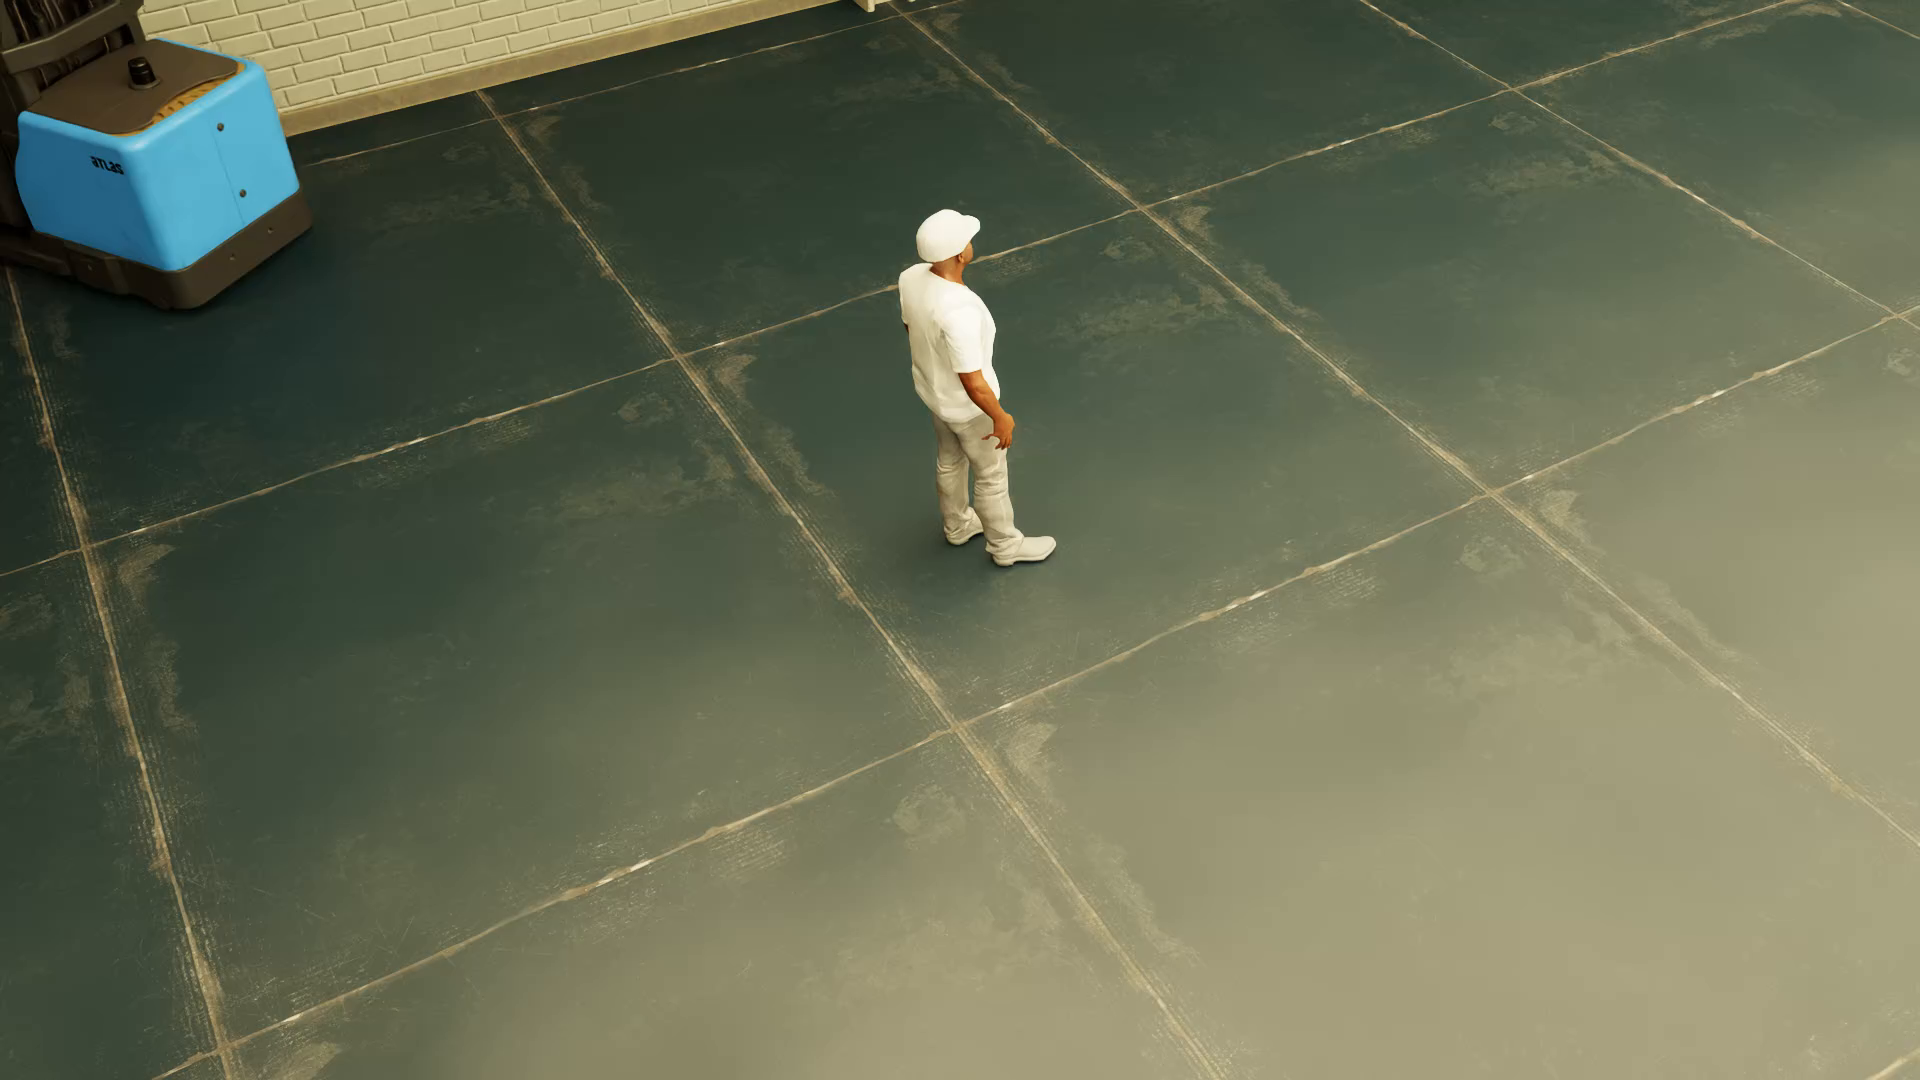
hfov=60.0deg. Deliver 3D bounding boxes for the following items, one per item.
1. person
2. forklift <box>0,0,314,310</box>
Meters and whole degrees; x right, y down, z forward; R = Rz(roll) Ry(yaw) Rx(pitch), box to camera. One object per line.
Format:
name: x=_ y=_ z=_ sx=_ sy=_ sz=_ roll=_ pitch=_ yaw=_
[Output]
person: x=0.063 y=-0.673 z=7.269 sx=0.577 sy=1.765 sz=0.665 roll=-21 pitch=47 yaw=-21
forklift: x=-5.349 y=-3.022 z=8.956 sx=3.031 sy=2.935 sz=1.130 roll=18 pitch=46 yaw=18
